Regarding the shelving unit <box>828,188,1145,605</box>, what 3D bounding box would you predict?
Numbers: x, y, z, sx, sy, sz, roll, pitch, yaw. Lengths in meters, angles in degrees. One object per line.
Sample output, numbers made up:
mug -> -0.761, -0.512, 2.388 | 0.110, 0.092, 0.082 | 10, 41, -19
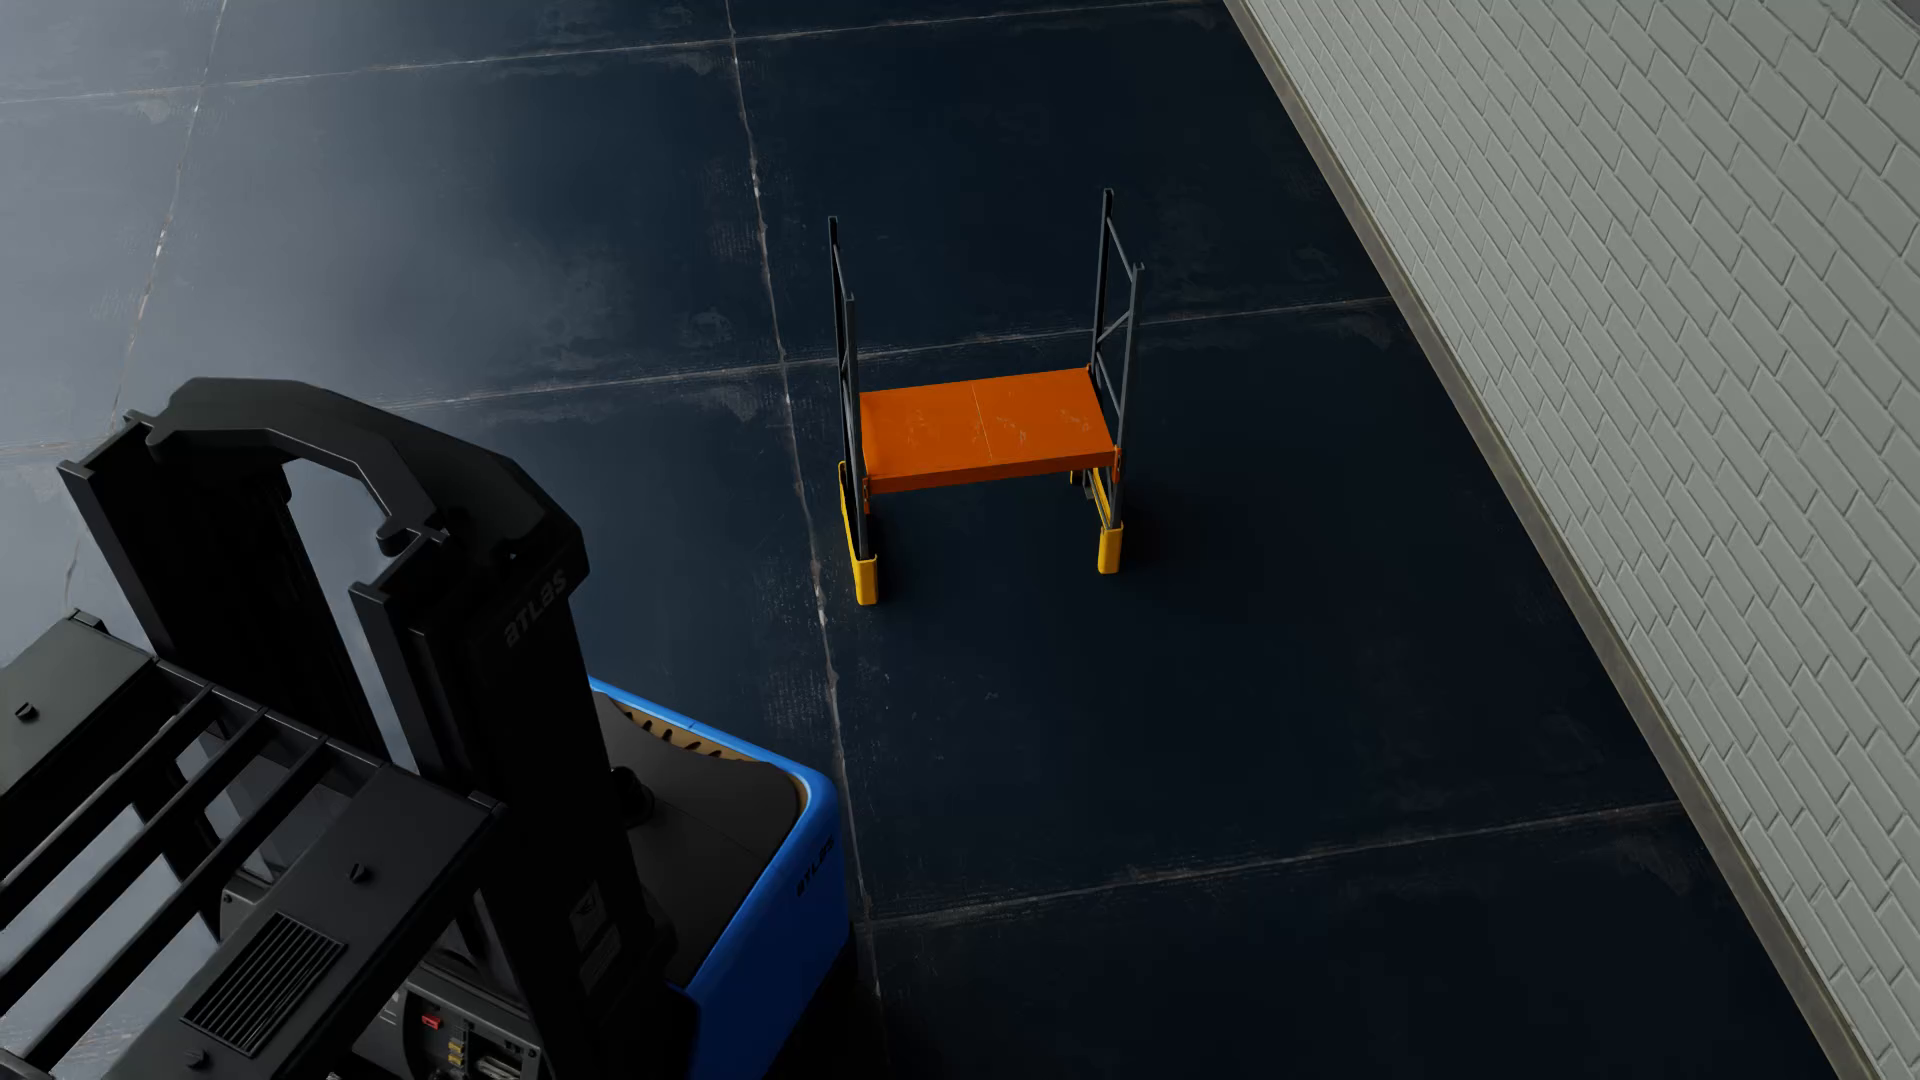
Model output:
shelving unit -> 0.075, -0.530, 6.412 | 1.083, 1.500, 0.587 | -7, 46, -7

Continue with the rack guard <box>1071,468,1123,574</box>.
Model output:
rack guard -> 0.566, -0.157, 6.921 | 0.087, 0.250, 0.587 | -7, 46, -7

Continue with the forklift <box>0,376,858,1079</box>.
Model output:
forklift -> -1.442, 1.218, 3.735 | 1.130, 2.935, 3.031 | 20, 49, 18

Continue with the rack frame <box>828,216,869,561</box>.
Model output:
rack frame -> -0.417, -0.468, 6.353 | 0.032, 1.500, 0.500 | -7, 46, -7

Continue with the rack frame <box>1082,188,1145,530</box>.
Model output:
rack frame -> 0.585, -0.593, 6.473 | 0.032, 1.500, 0.500 | -7, 46, -7

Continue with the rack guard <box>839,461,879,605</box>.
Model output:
rack guard -> -0.416, -0.035, 6.803 | 0.087, 0.250, 0.587 | -7, 46, -7

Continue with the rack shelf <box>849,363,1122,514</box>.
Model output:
rack shelf -> 0.084, -0.406, 6.543 | 1.000, 0.185, 0.538 | -7, 46, -7
